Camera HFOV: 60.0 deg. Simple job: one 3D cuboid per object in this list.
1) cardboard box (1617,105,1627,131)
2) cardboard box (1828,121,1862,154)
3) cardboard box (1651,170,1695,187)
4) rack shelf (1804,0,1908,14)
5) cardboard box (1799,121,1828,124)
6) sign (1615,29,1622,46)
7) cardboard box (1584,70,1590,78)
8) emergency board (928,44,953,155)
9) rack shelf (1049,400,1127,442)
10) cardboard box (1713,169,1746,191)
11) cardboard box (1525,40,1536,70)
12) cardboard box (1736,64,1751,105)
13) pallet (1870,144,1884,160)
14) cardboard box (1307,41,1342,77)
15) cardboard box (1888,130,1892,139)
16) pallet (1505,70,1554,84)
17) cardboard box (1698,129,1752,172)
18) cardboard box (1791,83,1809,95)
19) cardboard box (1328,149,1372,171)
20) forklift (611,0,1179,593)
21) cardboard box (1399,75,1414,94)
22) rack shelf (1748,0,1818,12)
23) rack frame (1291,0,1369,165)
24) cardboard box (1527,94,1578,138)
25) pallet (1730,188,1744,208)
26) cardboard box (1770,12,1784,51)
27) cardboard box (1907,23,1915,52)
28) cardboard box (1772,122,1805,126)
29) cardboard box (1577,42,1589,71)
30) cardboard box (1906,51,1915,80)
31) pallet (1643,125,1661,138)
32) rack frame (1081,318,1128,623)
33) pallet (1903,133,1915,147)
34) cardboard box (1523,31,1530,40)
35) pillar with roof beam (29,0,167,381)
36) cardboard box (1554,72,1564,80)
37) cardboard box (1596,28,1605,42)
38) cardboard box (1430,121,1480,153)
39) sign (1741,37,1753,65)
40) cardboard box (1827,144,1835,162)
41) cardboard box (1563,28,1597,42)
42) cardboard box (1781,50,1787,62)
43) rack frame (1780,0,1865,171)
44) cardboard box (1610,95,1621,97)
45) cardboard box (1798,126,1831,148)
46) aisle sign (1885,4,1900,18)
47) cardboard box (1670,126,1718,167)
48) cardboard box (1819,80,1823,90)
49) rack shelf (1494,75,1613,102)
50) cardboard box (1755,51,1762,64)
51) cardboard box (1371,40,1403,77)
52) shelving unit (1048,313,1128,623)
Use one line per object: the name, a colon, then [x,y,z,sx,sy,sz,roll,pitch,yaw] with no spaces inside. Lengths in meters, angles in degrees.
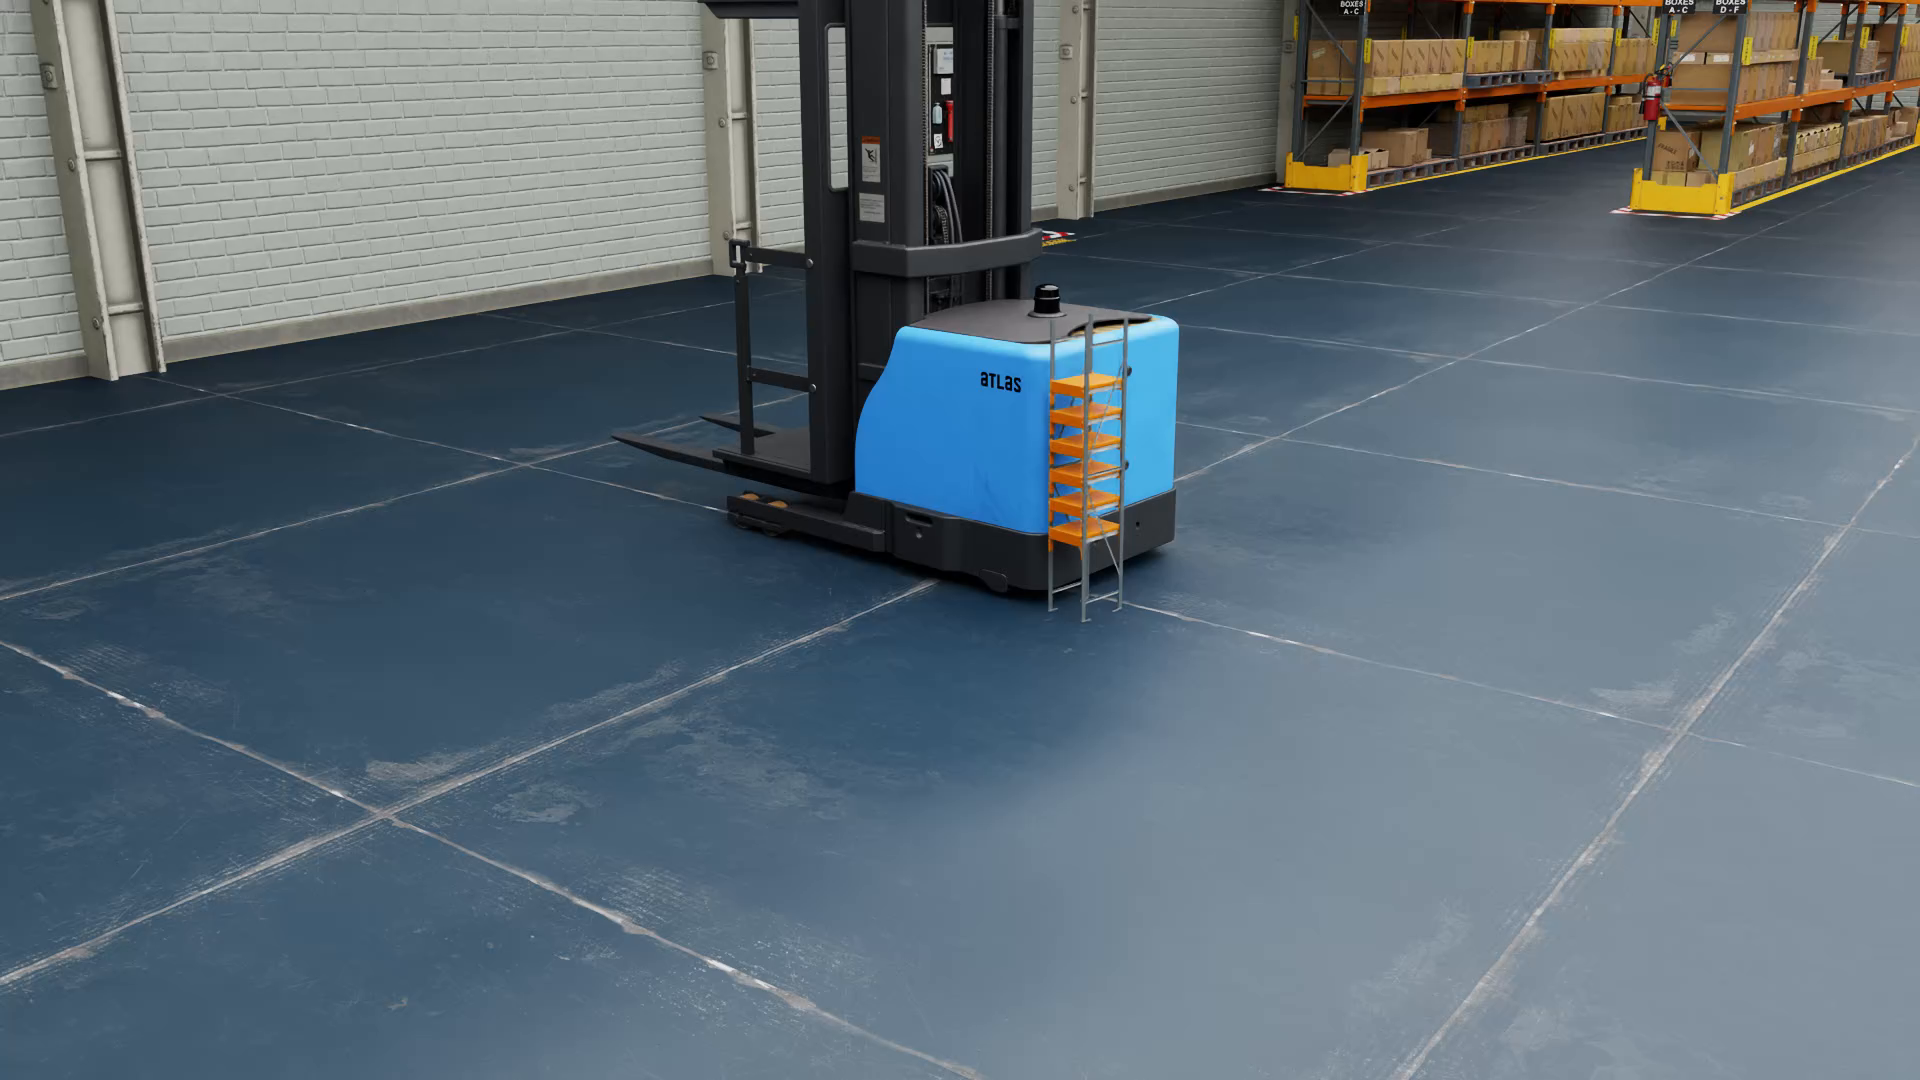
cardboard box: [13.257,-8.692,34.181,0.700,0.500,0.500,12,21,34]
cardboard box: [14.833,-6.778,27.987,0.500,0.500,0.500,12,21,33]
cardboard box: [9.340,-4.740,21.879,0.500,0.250,0.500,12,21,35]
rack shelf: [15.216,-9.144,28.286,1.077,0.370,4.000,12,21,35]
cardboard box: [14.393,-6.859,28.247,0.500,0.500,0.500,13,22,37]
sign: [12.869,-9.827,32.513,0.100,0.325,0.005,12,21,35]
cardboard box: [11.822,-8.927,31.822,0.380,0.149,0.250,12,21,35]
emergency board: [-0.078,-4.856,18.324,0.194,1.169,0.643,12,21,35]
rack shelf: [0.506,-0.471,6.576,0.258,0.103,0.180,-16,22,-41]
cardboard box: [10.051,-4.769,21.970,0.500,0.250,0.500,12,21,35]
cardboard box: [9.772,-8.597,29.460,0.700,0.500,0.500,10,20,28]
cardboard box: [9.855,-5.956,21.696,0.700,0.500,0.500,13,22,36]
pallet: [15.954,-6.999,29.926,1.003,0.211,1.213,12,21,35]
cardboard box: [5.387,-6.993,24.161,0.500,0.500,0.500,12,21,34]
cardboard box: [17.339,-7.658,31.381,0.380,0.166,0.250,12,21,35]
pallet: [9.705,-8.173,29.327,1.213,0.211,1.003,12,21,35]
cardboard box: [10.052,-5.126,21.858,0.500,0.500,0.500,12,21,35]
cardboard box: [12.333,-6.681,24.623,0.380,0.149,0.250,12,21,35]
cardboard box: [5.762,-5.622,24.583,0.500,0.311,0.500,10,20,29]
forklift: [-0.476,-1.521,7.699,3.031,2.935,1.130,14,22,38]
cardboard box: [6.429,-6.792,24.777,0.500,0.250,0.500,12,21,34]
rack shelf: [10.450,-7.238,22.150,1.077,0.370,4.000,12,21,35]
rack frame: [5.277,-6.548,23.770,1.000,3.000,0.127,12,21,35]
cardboard box: [11.115,-7.986,31.320,0.750,0.750,0.750,12,21,34]
pallet: [9.680,-4.531,21.978,1.003,0.211,1.213,12,21,35]
cardboard box: [10.783,-6.947,22.699,0.700,0.500,0.500,12,21,35]
cardboard box: [17.222,-9.242,30.592,0.500,0.500,0.500,12,21,33]
cardboard box: [13.477,-6.661,27.118,0.500,0.311,0.500,13,22,37]
cardboard box: [11.459,-9.089,31.251,0.500,0.500,0.500,13,22,36]
cardboard box: [17.533,-8.893,31.156,0.500,0.500,0.500,12,21,34]
pallet: [14.397,-8.822,35.798,1.003,0.211,1.213,12,21,35]
rack frame: [0.570,-0.265,6.569,0.240,1.200,0.006,-16,22,-41]
pallet: [18.272,-7.944,32.969,1.003,0.211,1.213,12,21,35]
cardboard box: [9.863,-8.933,29.448,0.380,0.149,0.250,9,20,28]
pillar with roof beam: [-2.268,-4.684,7.654,9.100,9.000,0.400,12,21,35]
cardboard box: [10.810,-8.487,30.405,0.380,0.149,0.250,13,22,36]
cardboard box: [12.042,-9.687,31.910,0.500,0.250,0.500,13,21,36]
cardboard box: [8.353,-6.827,28.143,0.700,0.500,0.500,12,21,34]
sign: [9.700,-6.025,20.494,0.100,0.325,0.005,12,21,35]
cardboard box: [13.603,-6.174,26.496,0.500,0.250,0.500,12,21,34]
cardboard box: [11.738,-9.565,31.519,0.500,0.250,0.500,13,21,36]
cardboard box: [11.193,-6.697,22.988,0.380,0.149,0.250,12,21,35]
rack frame: [14.025,-7.579,27.090,1.000,3.000,0.127,12,21,35]
cardboard box: [13.634,-9.253,34.897,0.380,0.149,0.250,13,21,35]
cardboard box: [13.303,-6.321,26.023,0.500,0.311,0.500,12,21,34]
aisle sign: [18.596,-10.794,33.060,0.394,0.787,0.004,12,21,35]
cardboard box: [9.922,-5.340,22.545,0.500,0.500,0.500,12,21,35]
cardboard box: [13.310,-7.145,26.117,0.380,0.149,0.250,14,22,39]
rack shelf: [11.236,-8.586,31.547,1.077,0.370,4.000,12,21,35]
cardboard box: [10.278,-6.332,21.814,0.380,0.149,0.250,12,21,33]
cardboard box: [6.106,-7.020,24.247,0.500,0.500,0.500,12,21,35]
shelving unit: [0.507,-0.284,6.633,0.258,1.200,0.189,-16,22,-41]
